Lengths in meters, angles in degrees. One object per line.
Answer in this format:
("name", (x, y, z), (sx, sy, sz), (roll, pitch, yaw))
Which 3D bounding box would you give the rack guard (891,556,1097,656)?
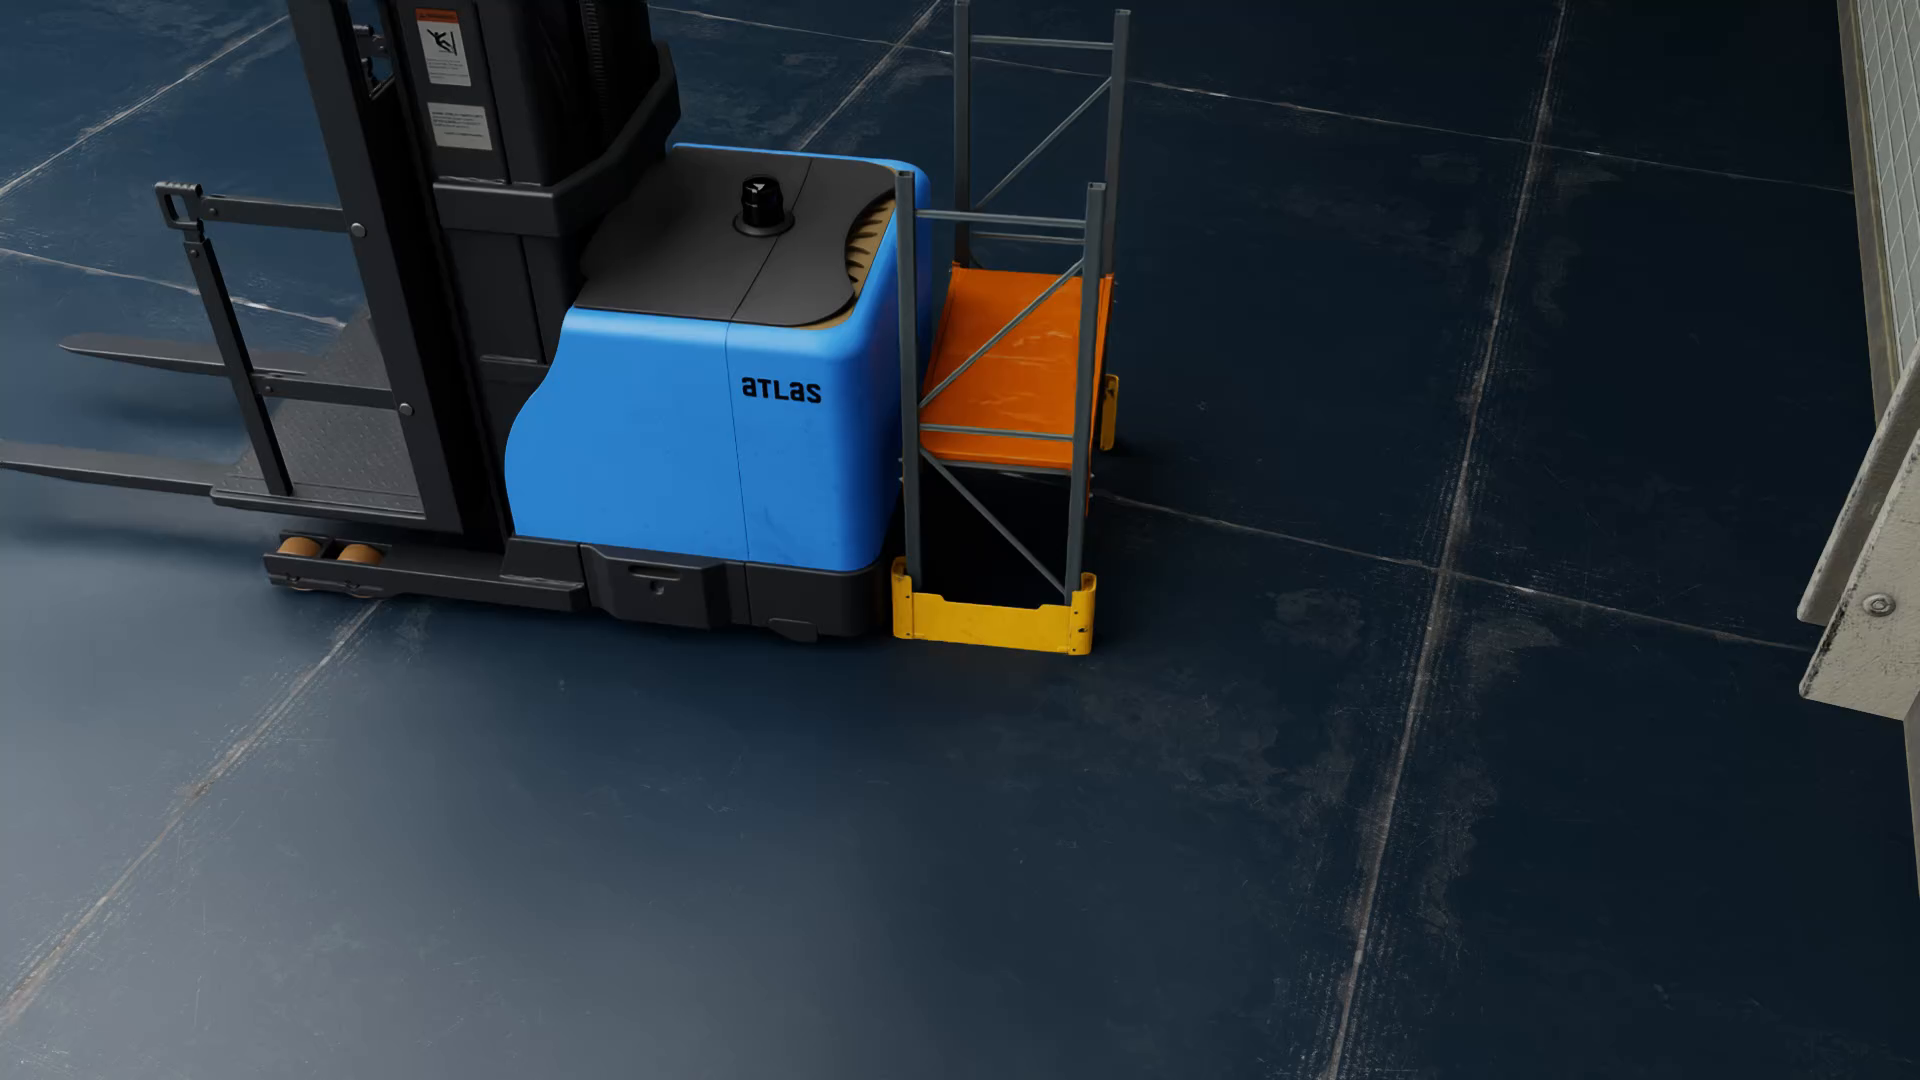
("rack guard", (0.095, 0.192, 4.833), (0.587, 0.250, 0.087), (5, 41, 6))

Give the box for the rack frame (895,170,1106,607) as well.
("rack frame", (0.095, -0.283, 4.426), (0.500, 1.500, 0.032), (5, 41, 6))

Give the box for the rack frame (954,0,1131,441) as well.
("rack frame", (0.232, -0.937, 5.193), (0.500, 1.500, 0.032), (5, 41, 6))

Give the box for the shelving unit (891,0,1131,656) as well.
("shelving unit", (0.163, -0.604, 4.803), (0.587, 1.500, 1.083), (5, 41, 6))

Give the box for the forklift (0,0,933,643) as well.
("forklift", (-1.639, -1.269, 4.479), (3.031, 2.935, 1.130), (6, 41, 7))

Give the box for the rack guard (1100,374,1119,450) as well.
("rack guard", (0.230, -0.449, 5.584), (0.587, 0.250, 0.087), (5, 41, 6))

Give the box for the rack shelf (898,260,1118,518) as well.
("rack shelf", (0.164, -0.473, 4.926), (0.538, 0.185, 1.000), (5, 41, 6))
